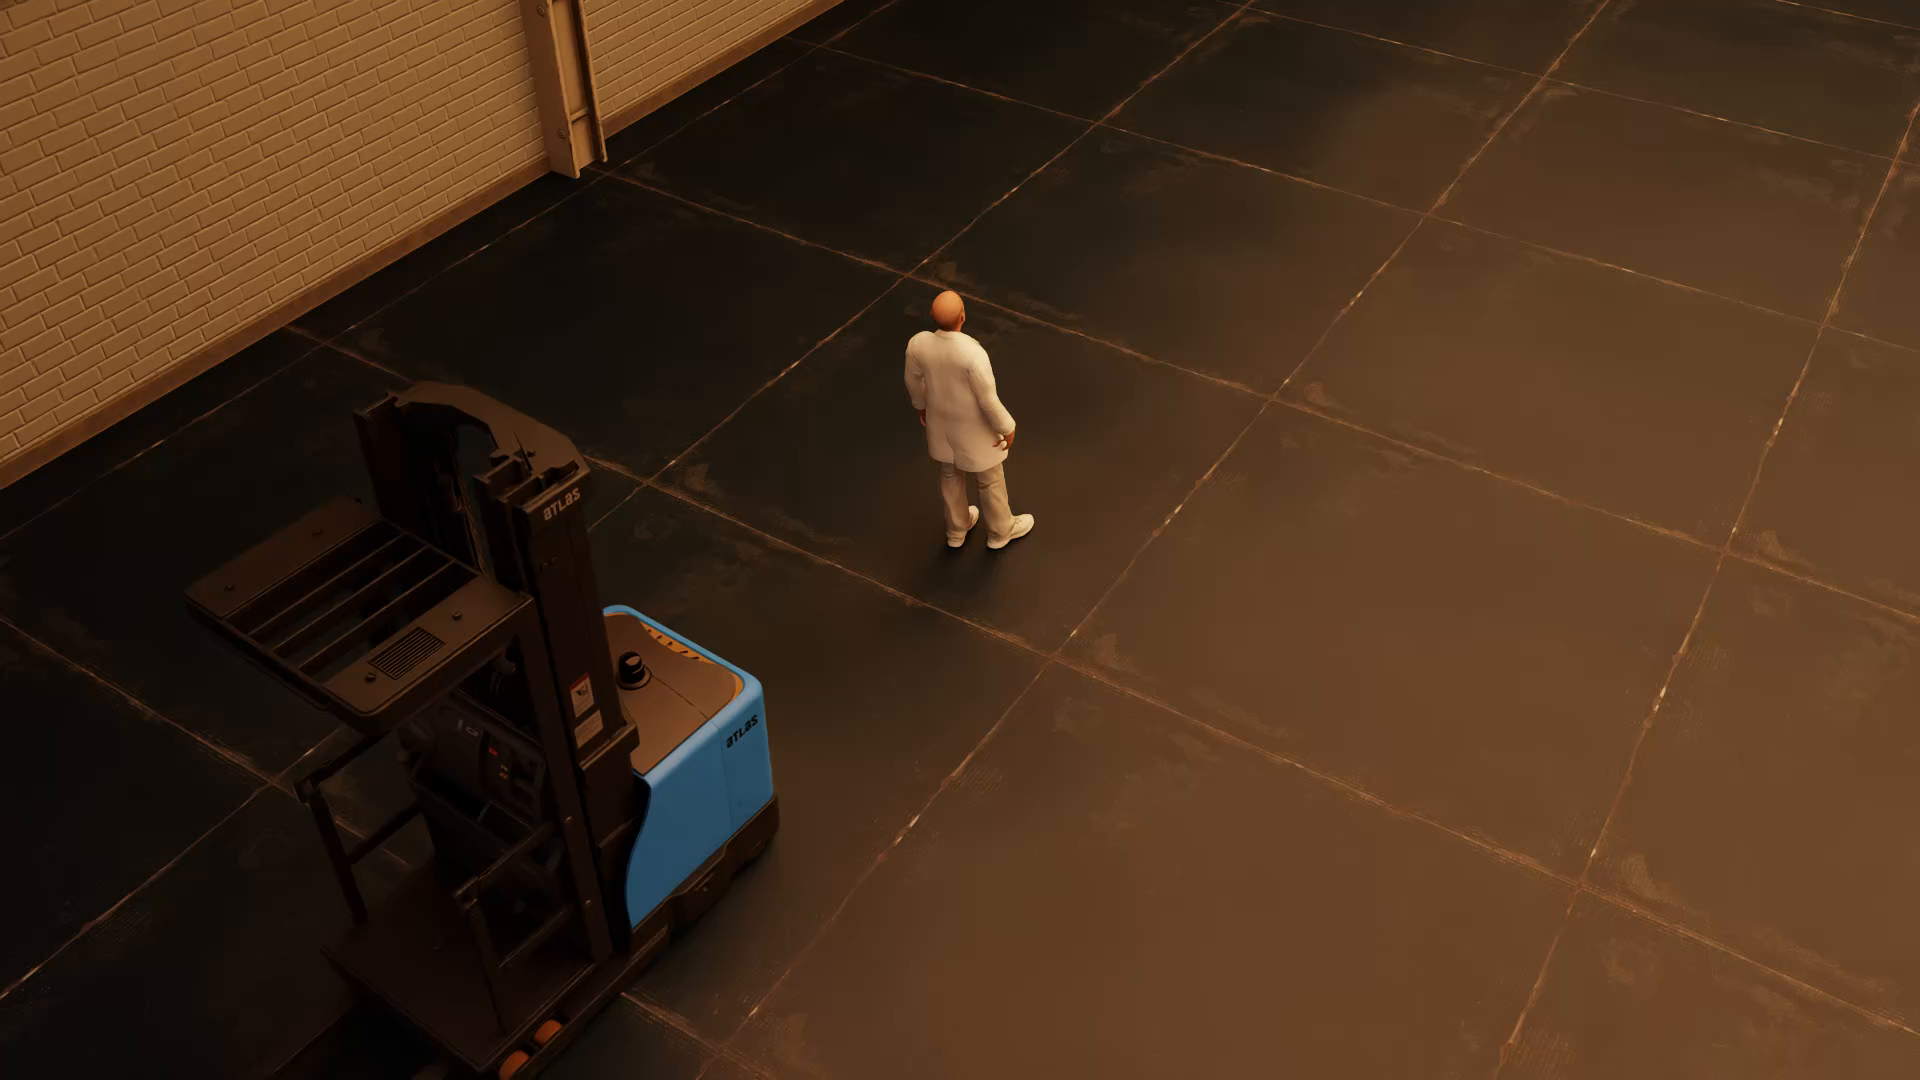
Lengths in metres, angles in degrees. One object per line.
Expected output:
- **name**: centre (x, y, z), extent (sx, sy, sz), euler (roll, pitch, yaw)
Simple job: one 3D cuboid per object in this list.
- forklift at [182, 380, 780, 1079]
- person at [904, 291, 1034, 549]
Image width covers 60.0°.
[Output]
- **forklift**: centre (-2.188, 0.949, 6.847), extent (1.130, 2.935, 3.031), euler (25, 46, 27)
- **person**: centre (0.052, -0.731, 9.711), extent (0.696, 1.776, 0.581), euler (22, 45, 24)
